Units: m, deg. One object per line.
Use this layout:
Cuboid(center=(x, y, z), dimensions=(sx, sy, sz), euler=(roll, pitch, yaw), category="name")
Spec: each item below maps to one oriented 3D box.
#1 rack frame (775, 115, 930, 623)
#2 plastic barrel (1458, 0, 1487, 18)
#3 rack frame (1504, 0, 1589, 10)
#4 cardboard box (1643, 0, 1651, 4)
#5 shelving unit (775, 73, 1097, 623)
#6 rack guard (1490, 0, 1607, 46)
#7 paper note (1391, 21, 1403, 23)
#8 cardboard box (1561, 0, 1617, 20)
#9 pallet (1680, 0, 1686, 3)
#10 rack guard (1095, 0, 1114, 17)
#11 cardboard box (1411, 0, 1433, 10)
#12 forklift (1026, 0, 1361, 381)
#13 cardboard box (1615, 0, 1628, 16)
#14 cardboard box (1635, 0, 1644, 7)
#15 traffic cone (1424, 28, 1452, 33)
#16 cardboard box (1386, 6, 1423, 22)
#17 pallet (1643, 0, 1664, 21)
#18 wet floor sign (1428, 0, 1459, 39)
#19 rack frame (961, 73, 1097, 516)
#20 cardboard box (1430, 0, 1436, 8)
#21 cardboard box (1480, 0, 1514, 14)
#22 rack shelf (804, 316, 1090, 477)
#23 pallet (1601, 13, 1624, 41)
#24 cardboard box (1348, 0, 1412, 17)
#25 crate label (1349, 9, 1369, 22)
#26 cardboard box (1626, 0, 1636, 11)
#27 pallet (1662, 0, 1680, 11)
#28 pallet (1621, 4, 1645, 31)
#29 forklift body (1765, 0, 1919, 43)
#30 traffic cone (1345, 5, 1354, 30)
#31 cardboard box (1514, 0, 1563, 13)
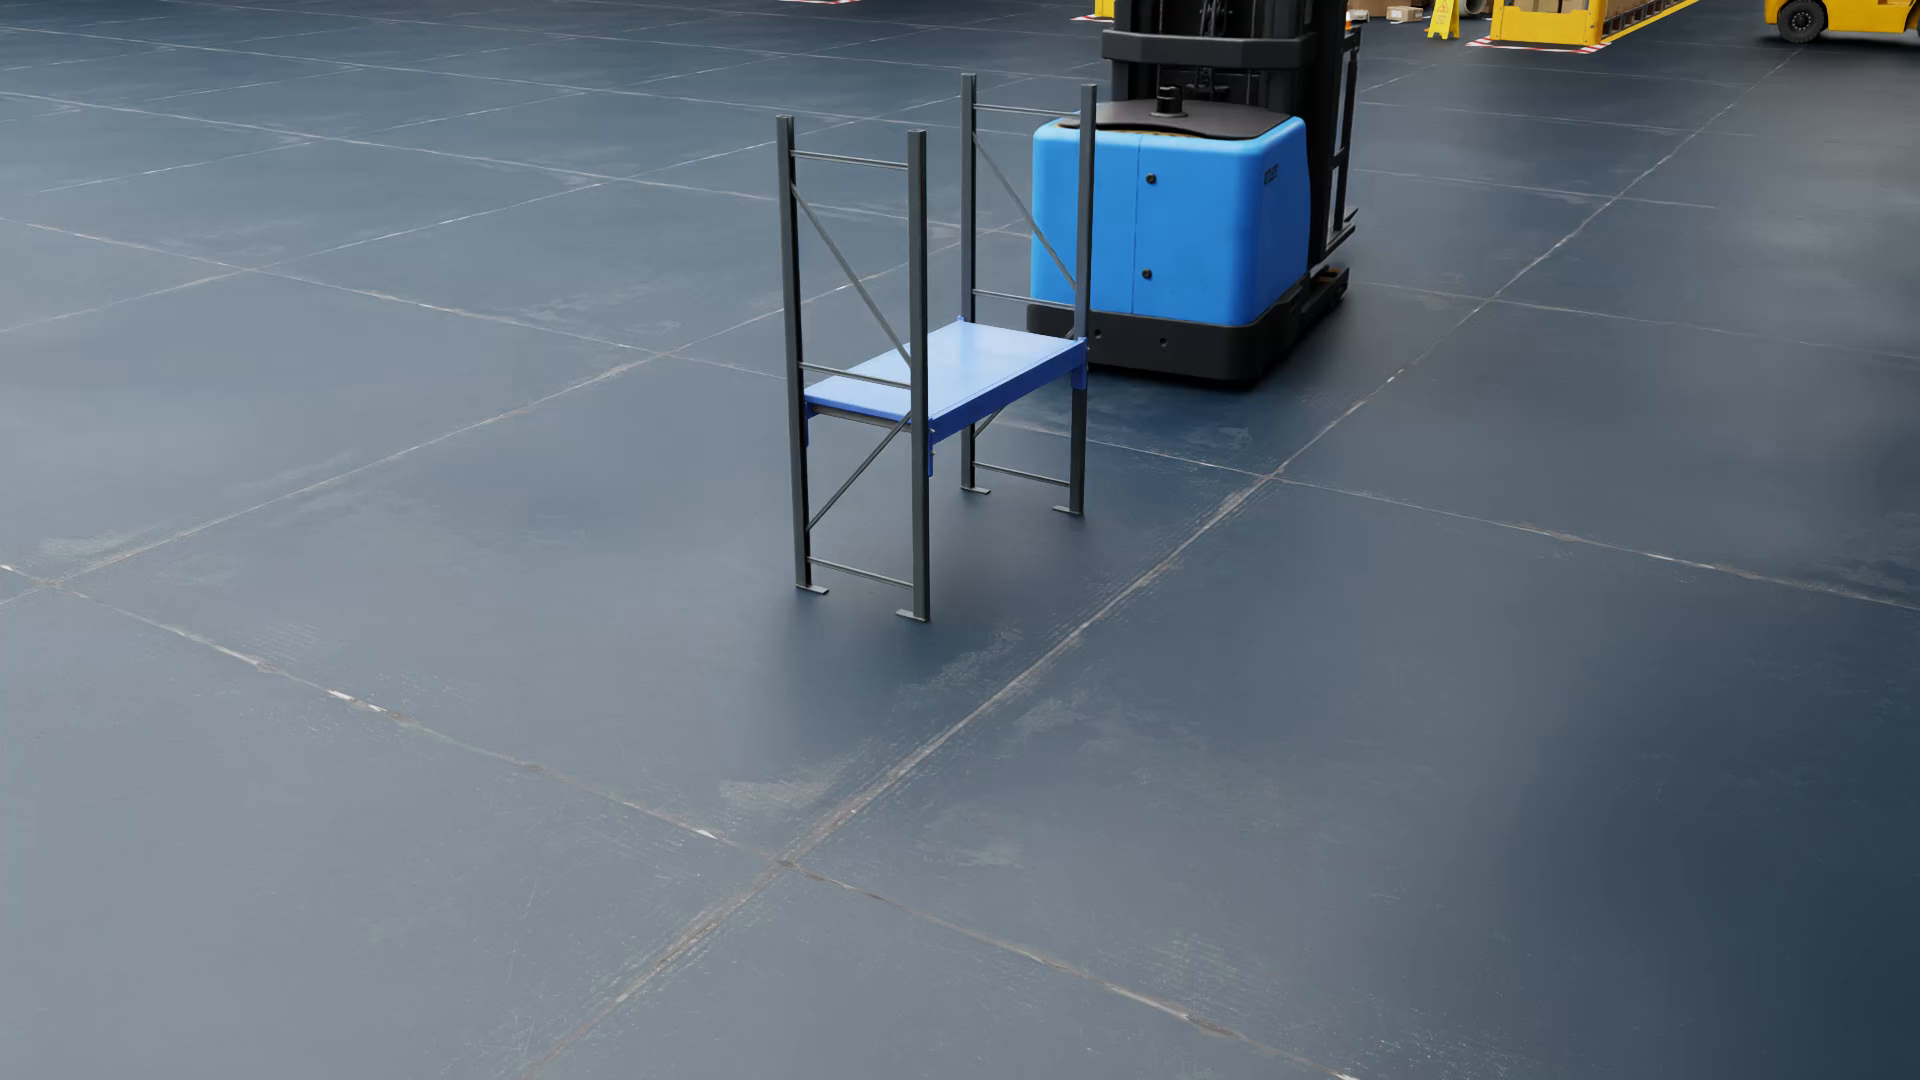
Cuboid(center=(-0.313, -0.488, 4.989), dimensions=(0.500, 1.500, 0.032), euler=(14, 27, 29), category="rack frame")
Cuboid(center=(6.352, -6.808, 20.944), dimensions=(0.421, 0.421, 0.512), euler=(-7, 24, -17), category="plastic barrel")
Cuboid(center=(6.548, -6.976, 18.089), dimensions=(1.000, 3.000, 0.127), euler=(14, 27, 29), category="rack frame")
Cuboid(center=(8.302, -6.820, 20.660), dimensions=(0.500, 0.250, 0.500), euler=(13, 27, 28), category="cardboard box")
Cuboid(center=(-0.045, -0.659, 5.386), dimensions=(0.538, 1.500, 1.048), euler=(14, 27, 29), category="shelving unit")
Cuboid(center=(6.588, -5.855, 18.645), dimensions=(1.175, 0.500, 0.348), euler=(14, 27, 29), category="rack guard")
Cuboid(center=(5.356, -6.350, 20.380), dimensions=(0.148, 0.019, 0.142), euler=(5, 24, 11), category="paper note")
Cuboid(center=(7.209, -6.122, 19.047), dimensions=(0.500, 0.250, 0.500), euler=(14, 27, 29), category="cardboard box")
Cuboid(center=(9.710, -7.723, 23.325), dimensions=(1.003, 0.211, 1.213), euler=(14, 27, 29), category="pallet")
Cuboid(center=(2.277, -6.824, 20.885), dimensions=(1.175, 0.500, 0.348), euler=(14, 27, 29), category="rack guard")
Cuboid(center=(5.810, -7.334, 21.886), dimensions=(0.797, 0.637, 0.503), euler=(14, 27, 29), category="cardboard box")
Cuboid(center=(1.372, -2.583, 8.028), dimensions=(1.130, 2.935, 3.031), euler=(10, 25, 22), category="forklift")
Cuboid(center=(7.484, -6.292, 19.442), dimensions=(0.500, 0.250, 0.500), euler=(15, 28, 31), category="cardboard box")
Cuboid(center=(8.030, -6.649, 20.266), dimensions=(0.500, 0.250, 0.500), euler=(14, 27, 30), category="cardboard box")
Cuboid(center=(5.679, -6.228, 19.553), dimensions=(0.336, 0.463, 0.334), euler=(14, 27, 29), category="traffic cone")
Cuboid(center=(5.523, -6.533, 20.655), dimensions=(0.250, 0.149, 0.380), euler=(-12, 26, -26), category="cardboard box")
Cuboid(center=(8.334, -6.813, 21.221), dimensions=(1.003, 0.211, 1.213), euler=(14, 27, 29), category="pallet")
Cuboid(center=(5.539, -6.056, 18.927), dimensions=(0.232, 0.644, 0.267), euler=(-17, 29, -35), category="wet floor sign")
Cuboid(center=(0.223, -0.831, 5.782), dimensions=(0.500, 1.500, 0.032), euler=(14, 27, 29), category="rack frame")
Cuboid(center=(6.405, -7.247, 22.155), dimensions=(0.258, 0.266, 0.396), euler=(-3, 24, -7), category="cardboard box")
Cuboid(center=(6.937, -7.104, 21.527), dimensions=(0.500, 0.500, 0.500), euler=(-7, 24, -17), category="cardboard box")
Cuboid(center=(-0.045, -0.494, 5.457), dimensions=(0.538, 0.185, 1.000), euler=(14, 27, 29), category="rack shelf")
Cuboid(center=(7.047, -5.989, 19.319), dimensions=(1.003, 0.211, 1.213), euler=(14, 27, 29), category="pallet")
Cuboid(center=(5.324, -6.954, 21.180), dimensions=(0.797, 0.503, 0.637), euler=(-3, 24, -7), category="cardboard box")
Cuboid(center=(4.919, -6.474, 20.533), dimensions=(0.250, 0.136, 0.298), euler=(1, 23, 2), category="crate label")
Cuboid(center=(7.762, -6.479, 19.873), dimensions=(0.500, 0.250, 0.500), euler=(16, 28, 32), category="cardboard box")
Cuboid(center=(9.068, -7.310, 22.370), dimensions=(1.003, 0.211, 1.213), euler=(14, 27, 29), category="pallet")
Cuboid(center=(7.691, -6.399, 20.266), dimensions=(1.003, 0.211, 1.213), euler=(14, 27, 29), category="pallet")
Cuboid(center=(10.218, -6.570, 18.220), dimensions=(2.313, 2.155, 1.214), euler=(14, 27, 29), category="forklift body")
Cuboid(center=(4.557, -6.345, 19.825), dimensions=(0.336, 0.463, 0.334), euler=(14, 27, 29), category="traffic cone")
Cuboid(center=(6.759, -6.245, 19.331), dimensions=(0.500, 0.250, 0.500), euler=(14, 27, 29), category="cardboard box")
